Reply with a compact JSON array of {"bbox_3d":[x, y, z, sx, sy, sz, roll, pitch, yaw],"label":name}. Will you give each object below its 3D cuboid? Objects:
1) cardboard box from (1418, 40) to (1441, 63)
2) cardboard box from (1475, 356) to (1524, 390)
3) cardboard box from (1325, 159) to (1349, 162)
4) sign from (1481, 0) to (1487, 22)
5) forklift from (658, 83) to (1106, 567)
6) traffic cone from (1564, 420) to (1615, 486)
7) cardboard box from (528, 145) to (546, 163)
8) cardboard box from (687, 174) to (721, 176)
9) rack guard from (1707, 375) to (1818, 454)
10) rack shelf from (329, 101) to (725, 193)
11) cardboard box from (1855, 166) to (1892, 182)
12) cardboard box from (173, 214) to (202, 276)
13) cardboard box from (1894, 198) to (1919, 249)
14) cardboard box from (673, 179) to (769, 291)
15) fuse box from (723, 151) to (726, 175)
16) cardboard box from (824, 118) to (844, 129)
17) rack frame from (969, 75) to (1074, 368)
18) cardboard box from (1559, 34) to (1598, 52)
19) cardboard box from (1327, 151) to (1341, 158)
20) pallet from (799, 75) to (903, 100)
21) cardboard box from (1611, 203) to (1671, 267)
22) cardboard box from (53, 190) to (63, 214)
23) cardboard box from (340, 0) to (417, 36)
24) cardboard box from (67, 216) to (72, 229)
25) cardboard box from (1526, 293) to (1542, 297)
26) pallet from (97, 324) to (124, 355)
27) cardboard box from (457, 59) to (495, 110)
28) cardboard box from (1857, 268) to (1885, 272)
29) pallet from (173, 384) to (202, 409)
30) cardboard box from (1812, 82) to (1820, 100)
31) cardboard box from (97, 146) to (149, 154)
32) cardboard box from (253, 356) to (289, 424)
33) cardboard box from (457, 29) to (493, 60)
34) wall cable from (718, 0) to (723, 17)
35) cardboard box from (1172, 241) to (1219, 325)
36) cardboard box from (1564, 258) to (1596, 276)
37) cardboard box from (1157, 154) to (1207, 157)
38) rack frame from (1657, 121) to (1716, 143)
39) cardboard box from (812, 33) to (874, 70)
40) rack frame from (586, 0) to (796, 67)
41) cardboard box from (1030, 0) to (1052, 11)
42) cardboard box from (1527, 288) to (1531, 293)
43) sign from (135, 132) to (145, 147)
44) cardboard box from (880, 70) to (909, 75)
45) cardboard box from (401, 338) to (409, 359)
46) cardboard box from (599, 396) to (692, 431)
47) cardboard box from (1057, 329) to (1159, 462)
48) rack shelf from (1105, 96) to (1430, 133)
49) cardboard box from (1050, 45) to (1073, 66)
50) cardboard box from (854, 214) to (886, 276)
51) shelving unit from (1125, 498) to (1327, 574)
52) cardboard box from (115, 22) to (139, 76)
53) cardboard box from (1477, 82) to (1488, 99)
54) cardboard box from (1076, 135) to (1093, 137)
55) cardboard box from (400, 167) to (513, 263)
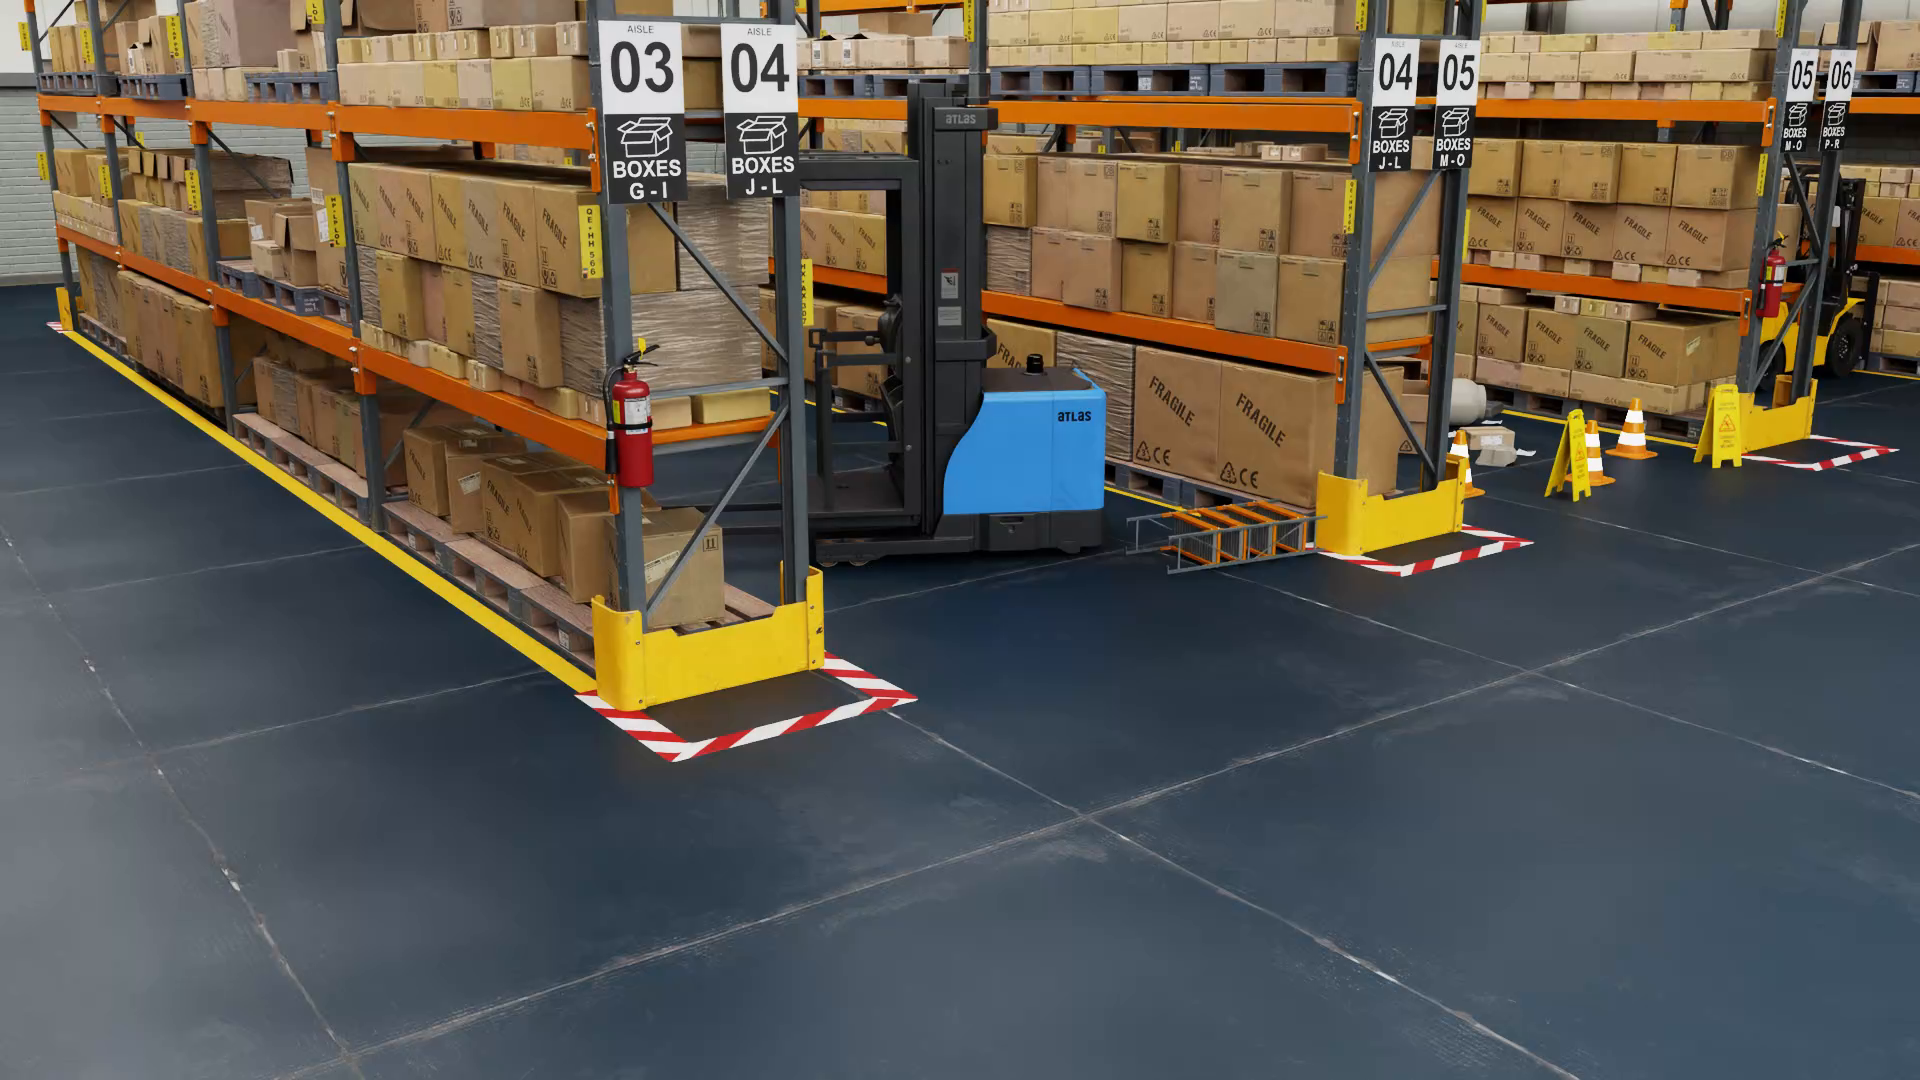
[{"bbox_3d":[2.918,-3.169,10.781,0.380,0.149,0.250,-11,19,-34],"label":"cardboard box"},{"bbox_3d":[5.219,-1.597,15.642,0.500,0.250,0.500,-11,19,-35],"label":"cardboard box"},{"bbox_3d":[4.114,-3.759,17.581,0.500,0.500,0.500,-11,19,-34],"label":"cardboard box"},{"bbox_3d":[3.313,-3.461,10.552,0.100,0.325,0.005,-11,19,-35],"label":"sign"},{"bbox_3d":[-0.619,-1.393,10.612,3.031,2.935,1.130,-2,15,-7],"label":"forklift"},{"bbox_3d":[4.811,-0.683,12.694,0.336,0.463,0.334,-11,19,-35],"label":"traffic cone"},{"bbox_3d":[-4.999,-4.874,20.555,0.500,0.500,0.500,-12,19,-36],"label":"cardboard box"},{"bbox_3d":[-2.876,-4.009,18.596,0.380,0.149,0.250,-11,19,-35],"label":"cardboard box"},{"bbox_3d":[6.760,-1.070,14.039,1.175,0.500,0.348,-11,19,-35],"label":"rack guard"},{"bbox_3d":[-2.387,-2.248,9.289,1.077,0.370,4.000,-11,19,-35],"label":"rack shelf"},{"bbox_3d":[9.605,-3.836,17.428,0.380,0.149,0.250,-10,18,-33],"label":"cardboard box"},{"bbox_3d":[-6.694,-2.652,14.894,0.500,0.500,0.500,-11,19,-35],"label":"cardboard box"},{"bbox_3d":[10.019,-3.256,17.099,0.500,0.500,0.500,-10,18,-33],"label":"cardboard box"},{"bbox_3d":[-1.314,-1.555,8.429,0.500,0.500,0.500,-11,19,-35],"label":"cardboard box"},{"bbox_3d":[-4.152,-6.550,31.766,0.539,1.711,0.414,-11,19,-35],"label":"fuse box"},{"bbox_3d":[-1.867,-6.121,24.447,0.380,0.149,0.250,-11,19,-34],"label":"cardboard box"},{"bbox_3d":[0.509,-2.324,13.884,1.000,3.000,0.127,-11,19,-35],"label":"rack frame"},{"bbox_3d":[5.439,-4.318,14.455,0.380,0.149,0.250,-10,18,-33],"label":"cardboard box"},{"bbox_3d":[5.005,-5.311,23.808,0.797,0.503,0.637,-11,19,-36],"label":"cardboard box"},{"bbox_3d":[-0.762,-4.166,15.291,1.003,0.211,1.213,-10,18,-32],"label":"pallet"},{"bbox_3d":[5.972,-2.632,14.257,0.500,0.500,0.500,-11,19,-34],"label":"cardboard box"},{"bbox_3d":[-10.555,-4.065,19.965,0.500,0.250,0.500,-11,19,-36],"label":"cardboard box"},{"bbox_3d":[-3.759,-3.390,11.108,0.797,0.503,0.637,-12,19,-37],"label":"cardboard box"},{"bbox_3d":[-10.220,-3.725,19.480,0.380,0.149,0.250,-11,19,-35],"label":"cardboard box"},{"bbox_3d":[5.319,-2.159,16.274,0.500,0.500,0.500,-10,18,-34],"label":"cardboard box"},{"bbox_3d":[-9.372,-2.374,19.350,1.003,0.211,1.213,-11,19,-35],"label":"pallet"},{"bbox_3d":[-2.290,-2.376,8.678,0.500,0.250,0.500,-10,18,-33],"label":"cardboard box"},{"bbox_3d":[9.811,-2.846,18.313,0.500,0.250,0.500,-11,19,-36],"label":"cardboard box"},{"bbox_3d":[-7.031,-1.525,16.248,1.003,0.211,1.213,-11,19,-35],"label":"pallet"},{"bbox_3d":[6.873,-3.706,13.730,0.380,0.149,0.250,-11,19,-34],"label":"cardboard box"},{"bbox_3d":[-10.119,-4.507,20.163,0.500,0.500,0.500,-11,19,-34],"label":"cardboard box"},{"bbox_3d":[-5.505,-1.296,14.031,0.700,0.500,0.500,-12,19,-37],"label":"cardboard box"},{"bbox_3d":[-2.386,-2.578,8.659,0.380,0.149,0.250,-12,19,-37],"label":"cardboard box"},{"bbox_3d":[-3.290,-10.299,31.589,2.988,3.039,0.133,-11,19,-35],"label":"wall cable"},{"bbox_3d":[2.037,-1.867,11.932,0.875,0.550,0.550,-11,19,-35],"label":"cardboard box"},{"bbox_3d":[5.603,-2.447,14.811,0.380,0.149,0.250,-11,19,-35],"label":"cardboard box"},{"bbox_3d":[2.491,-4.120,18.898,0.500,0.500,0.500,-10,18,-32],"label":"cardboard box"},{"bbox_3d":[8.466,-3.885,19.588,1.000,3.000,0.127,-11,19,-35],"label":"rack frame"},{"bbox_3d":[-0.999,-4.427,15.071,0.500,0.311,0.500,-11,19,-36],"label":"cardboard box"},{"bbox_3d":[-1.211,-3.615,7.237,1.000,3.000,0.127,-11,19,-35],"label":"rack frame"},{"bbox_3d":[0.747,-4.046,12.475,0.380,0.149,0.250,-11,19,-35],"label":"cardboard box"},{"bbox_3d":[7.256,-3.379,21.442,0.875,0.625,0.625,-12,19,-37],"label":"cardboard box"},{"bbox_3d":[-10.171,-4.892,20.625,0.100,0.325,0.005,-11,19,-35],"label":"sign"},{"bbox_3d":[-0.885,-6.541,22.882,0.396,0.266,0.258,-10,18,-33],"label":"cardboard box"},{"bbox_3d":[-3.219,-1.205,10.274,0.380,0.149,0.250,-11,19,-35],"label":"cardboard box"},{"bbox_3d":[-1.546,-0.629,8.168,0.380,0.149,0.250,-11,19,-35],"label":"cardboard box"},{"bbox_3d":[1.355,-1.164,12.878,0.875,0.875,0.875,-11,19,-34],"label":"cardboard box"},{"bbox_3d":[3.277,-4.641,18.030,1.077,0.370,4.000,-11,19,-35],"label":"rack shelf"},{"bbox_3d":[0.894,-3.608,12.384,0.380,0.149,0.250,-11,19,-35],"label":"cardboard box"},{"bbox_3d":[-0.609,-2.658,14.915,0.500,0.500,0.500,-11,19,-34],"label":"cardboard box"},{"bbox_3d":[1.703,-0.033,10.640,1.200,0.258,0.503,-7,17,-25],"label":"shelving unit"},{"bbox_3d":[-7.918,-4.859,16.480,0.700,0.500,0.500,-10,18,-33],"label":"cardboard box"},{"bbox_3d":[4.897,-4.175,15.441,0.380,0.149,0.250,-10,18,-33],"label":"cardboard box"},{"bbox_3d":[1.418,-4.859,21.063,0.500,0.500,0.500,-10,18,-33],"label":"cardboard box"},{"bbox_3d":[-2.915,-1.900,9.691,0.500,0.500,0.500,-11,19,-35],"label":"cardboard box"}]
